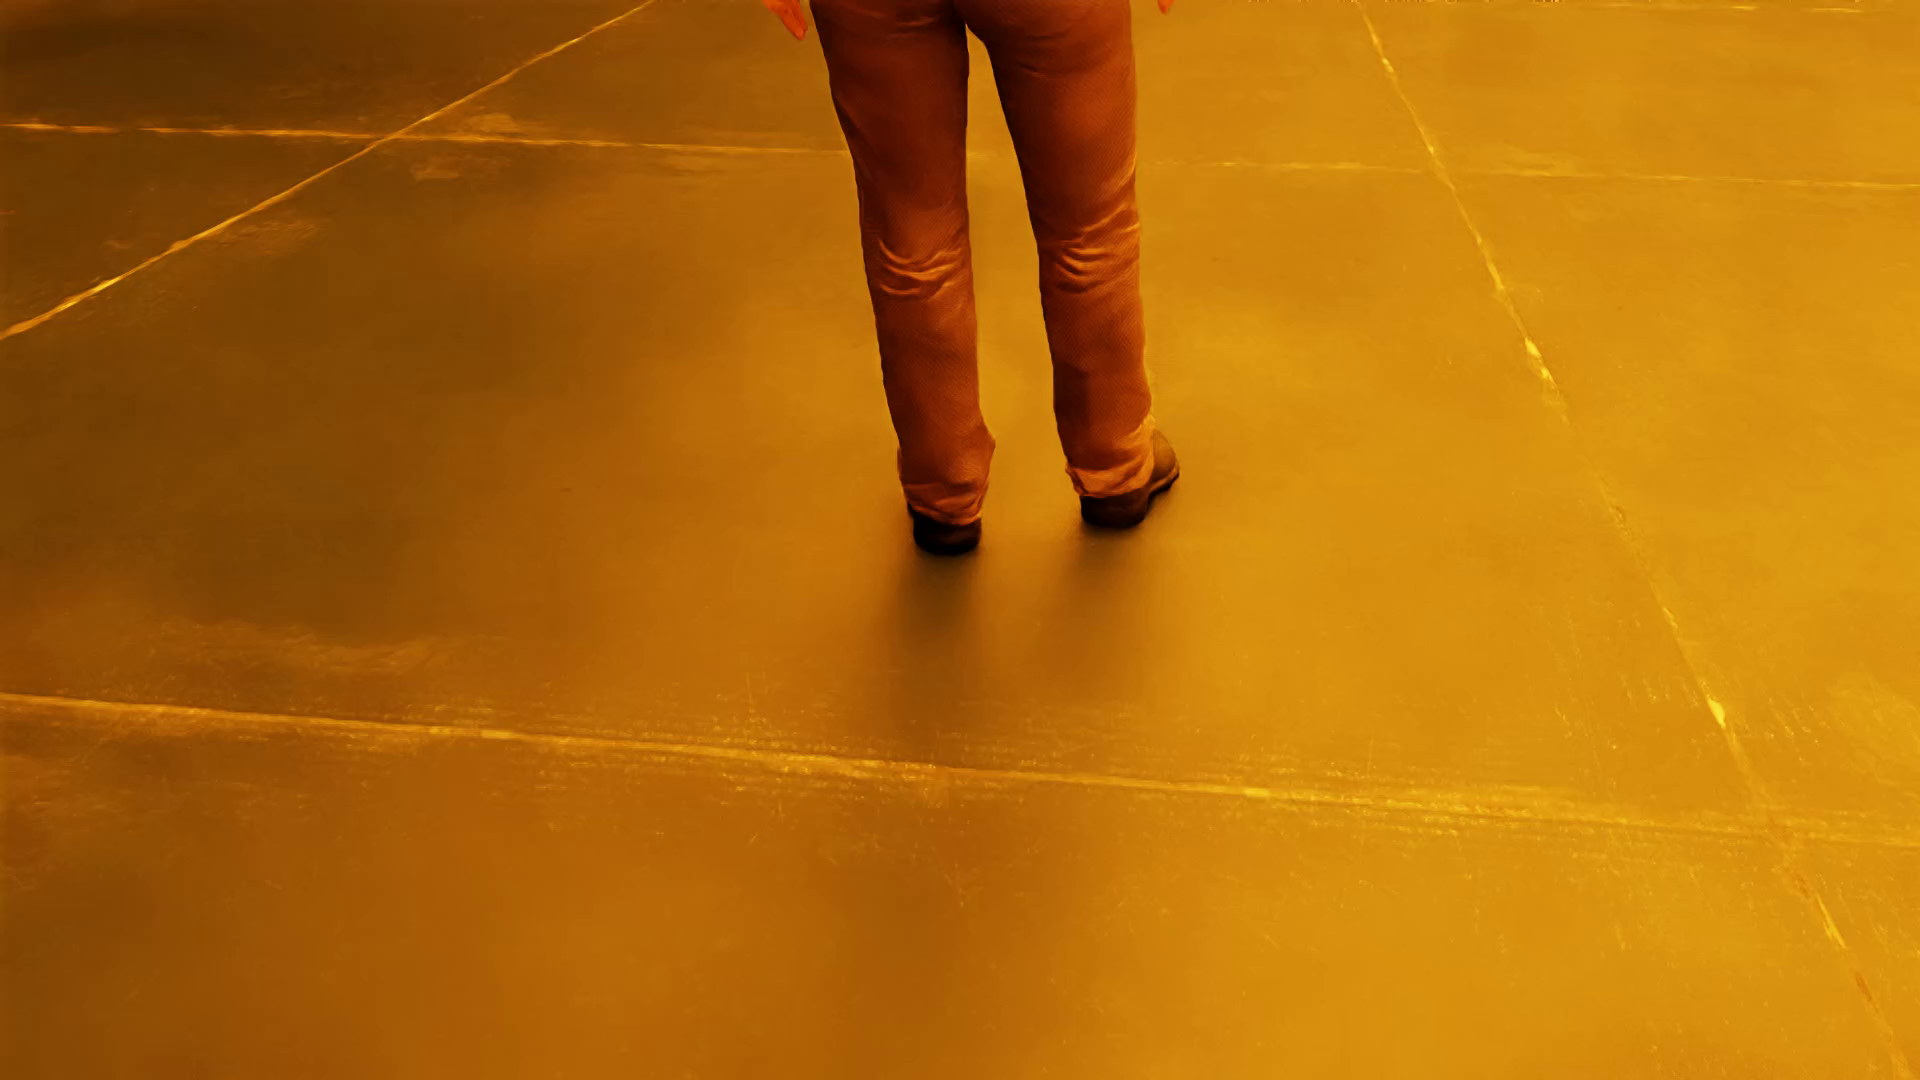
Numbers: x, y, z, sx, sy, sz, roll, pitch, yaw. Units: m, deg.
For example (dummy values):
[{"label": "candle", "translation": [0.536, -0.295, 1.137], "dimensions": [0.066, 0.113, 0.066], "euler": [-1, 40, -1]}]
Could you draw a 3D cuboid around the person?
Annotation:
[{"label": "person", "translation": [0.016, -0.804, 2.167], "dimensions": [0.632, 1.720, 0.567], "euler": [3, 27, 7]}]
